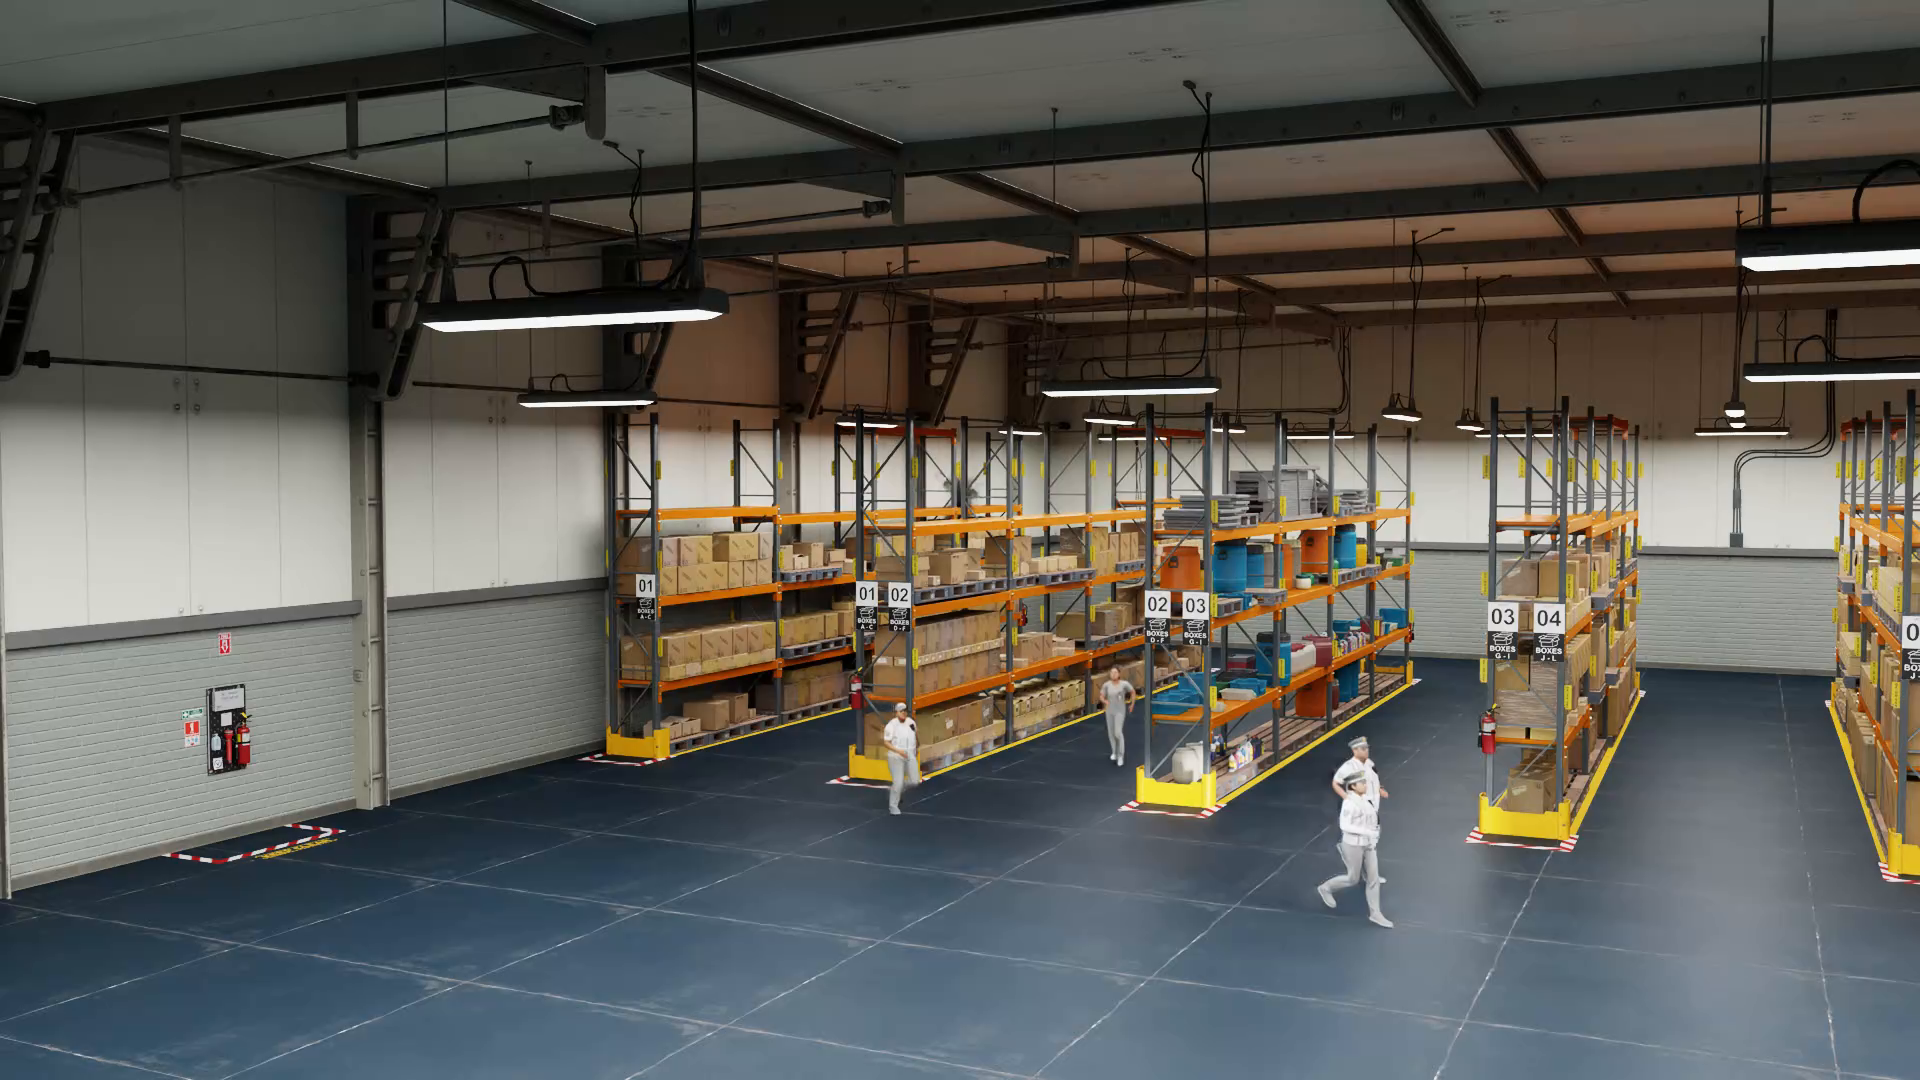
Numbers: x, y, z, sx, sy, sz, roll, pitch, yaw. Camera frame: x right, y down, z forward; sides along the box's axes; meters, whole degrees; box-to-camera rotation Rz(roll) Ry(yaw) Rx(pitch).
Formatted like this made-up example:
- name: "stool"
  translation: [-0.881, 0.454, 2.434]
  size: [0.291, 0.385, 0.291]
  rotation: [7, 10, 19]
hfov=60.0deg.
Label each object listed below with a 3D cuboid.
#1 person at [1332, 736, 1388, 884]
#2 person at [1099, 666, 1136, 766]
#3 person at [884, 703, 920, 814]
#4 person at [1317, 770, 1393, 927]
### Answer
- name: "person"
  translation: [4.907, 3.268, 20.328]
  size: [0.675, 1.747, 0.765]
  rotation: [-2, 3, -37]
- name: "person"
  translation: [2.666, 2.994, 28.291]
  size: [0.580, 1.716, 0.712]
  rotation: [1, 3, 18]
- name: "person"
  translation: [-0.816, 3.177, 24.227]
  size: [0.631, 1.626, 0.605]
  rotation: [-1, 3, -29]
- name: "person"
  translation: [4.391, 3.376, 18.400]
  size: [0.901, 1.693, 0.616]
  rotation: [2, 3, 45]
